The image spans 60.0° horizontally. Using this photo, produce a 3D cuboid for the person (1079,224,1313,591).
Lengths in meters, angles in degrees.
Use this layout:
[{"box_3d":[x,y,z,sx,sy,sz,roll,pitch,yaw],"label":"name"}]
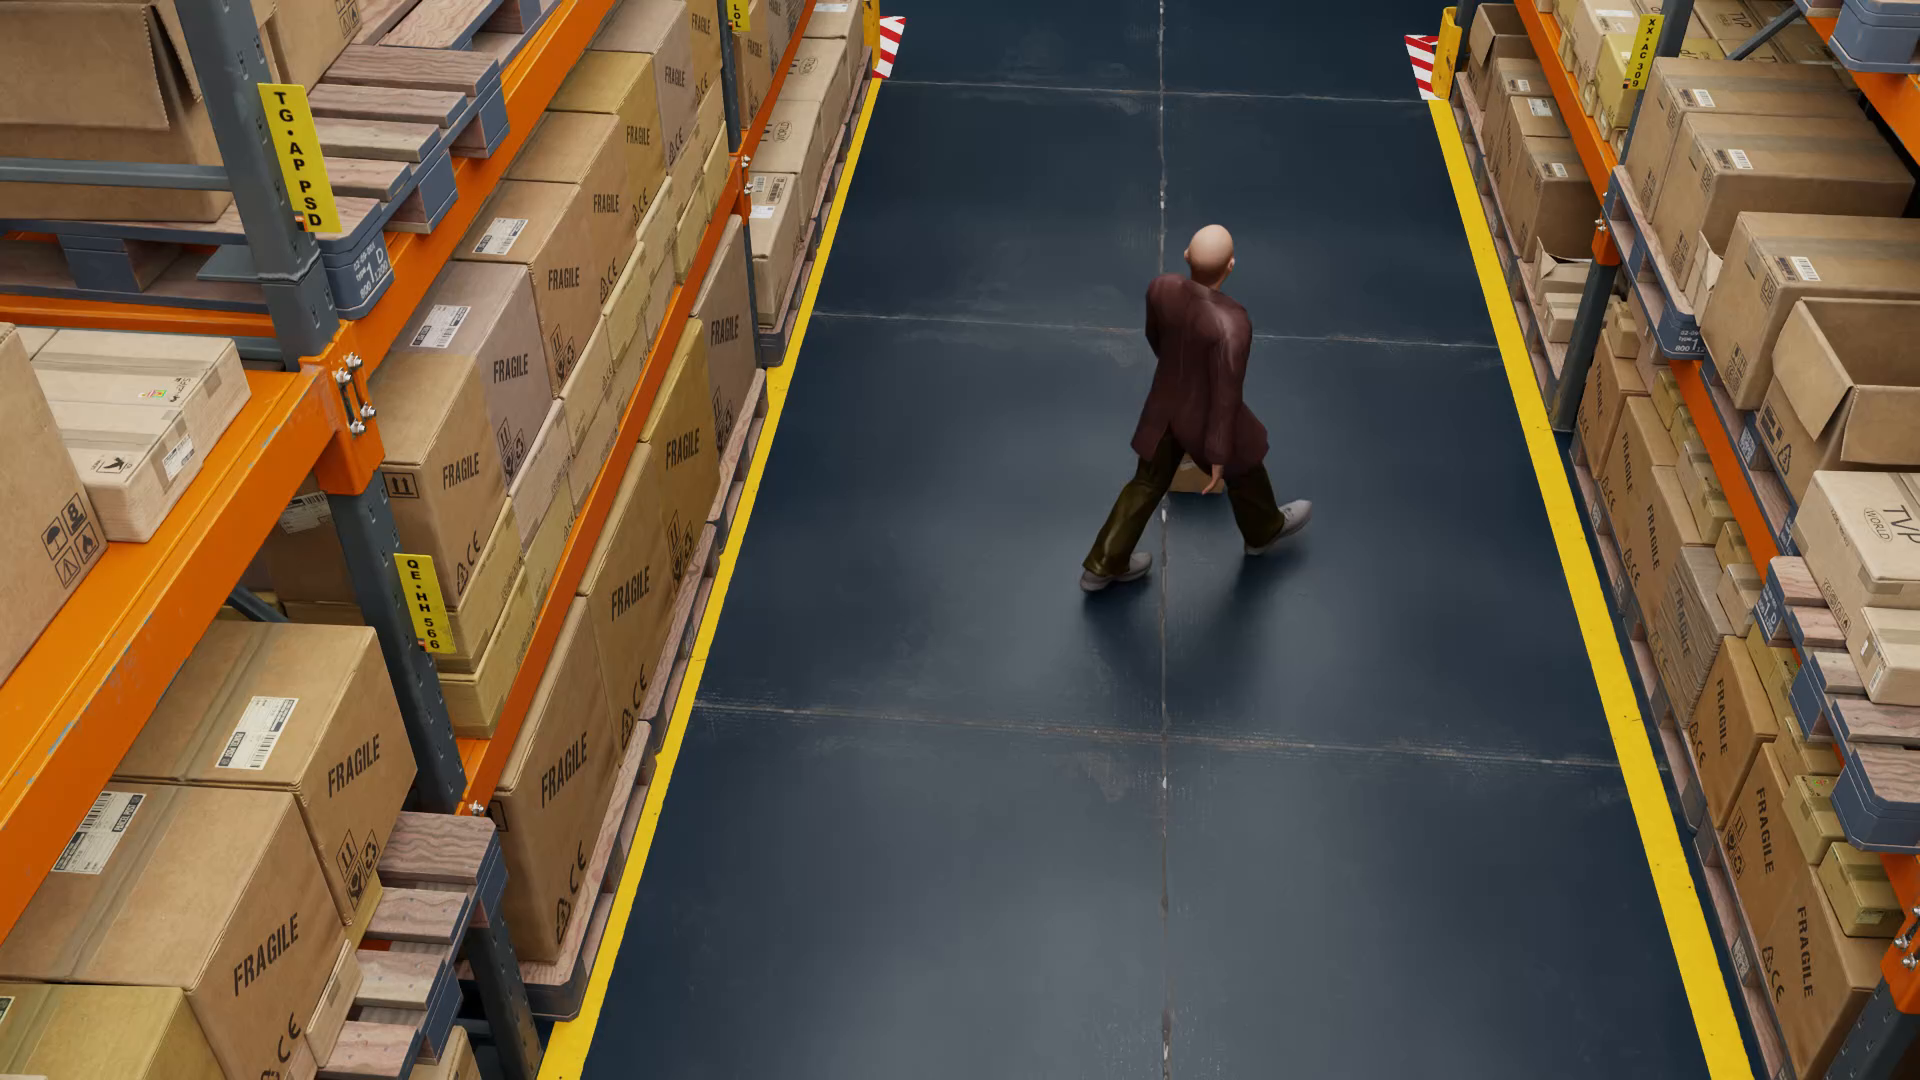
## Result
[{"box_3d":[1.045,-0.572,6.886,1.115,1.719,0.619,-29,47,-30],"label":"person"}]
